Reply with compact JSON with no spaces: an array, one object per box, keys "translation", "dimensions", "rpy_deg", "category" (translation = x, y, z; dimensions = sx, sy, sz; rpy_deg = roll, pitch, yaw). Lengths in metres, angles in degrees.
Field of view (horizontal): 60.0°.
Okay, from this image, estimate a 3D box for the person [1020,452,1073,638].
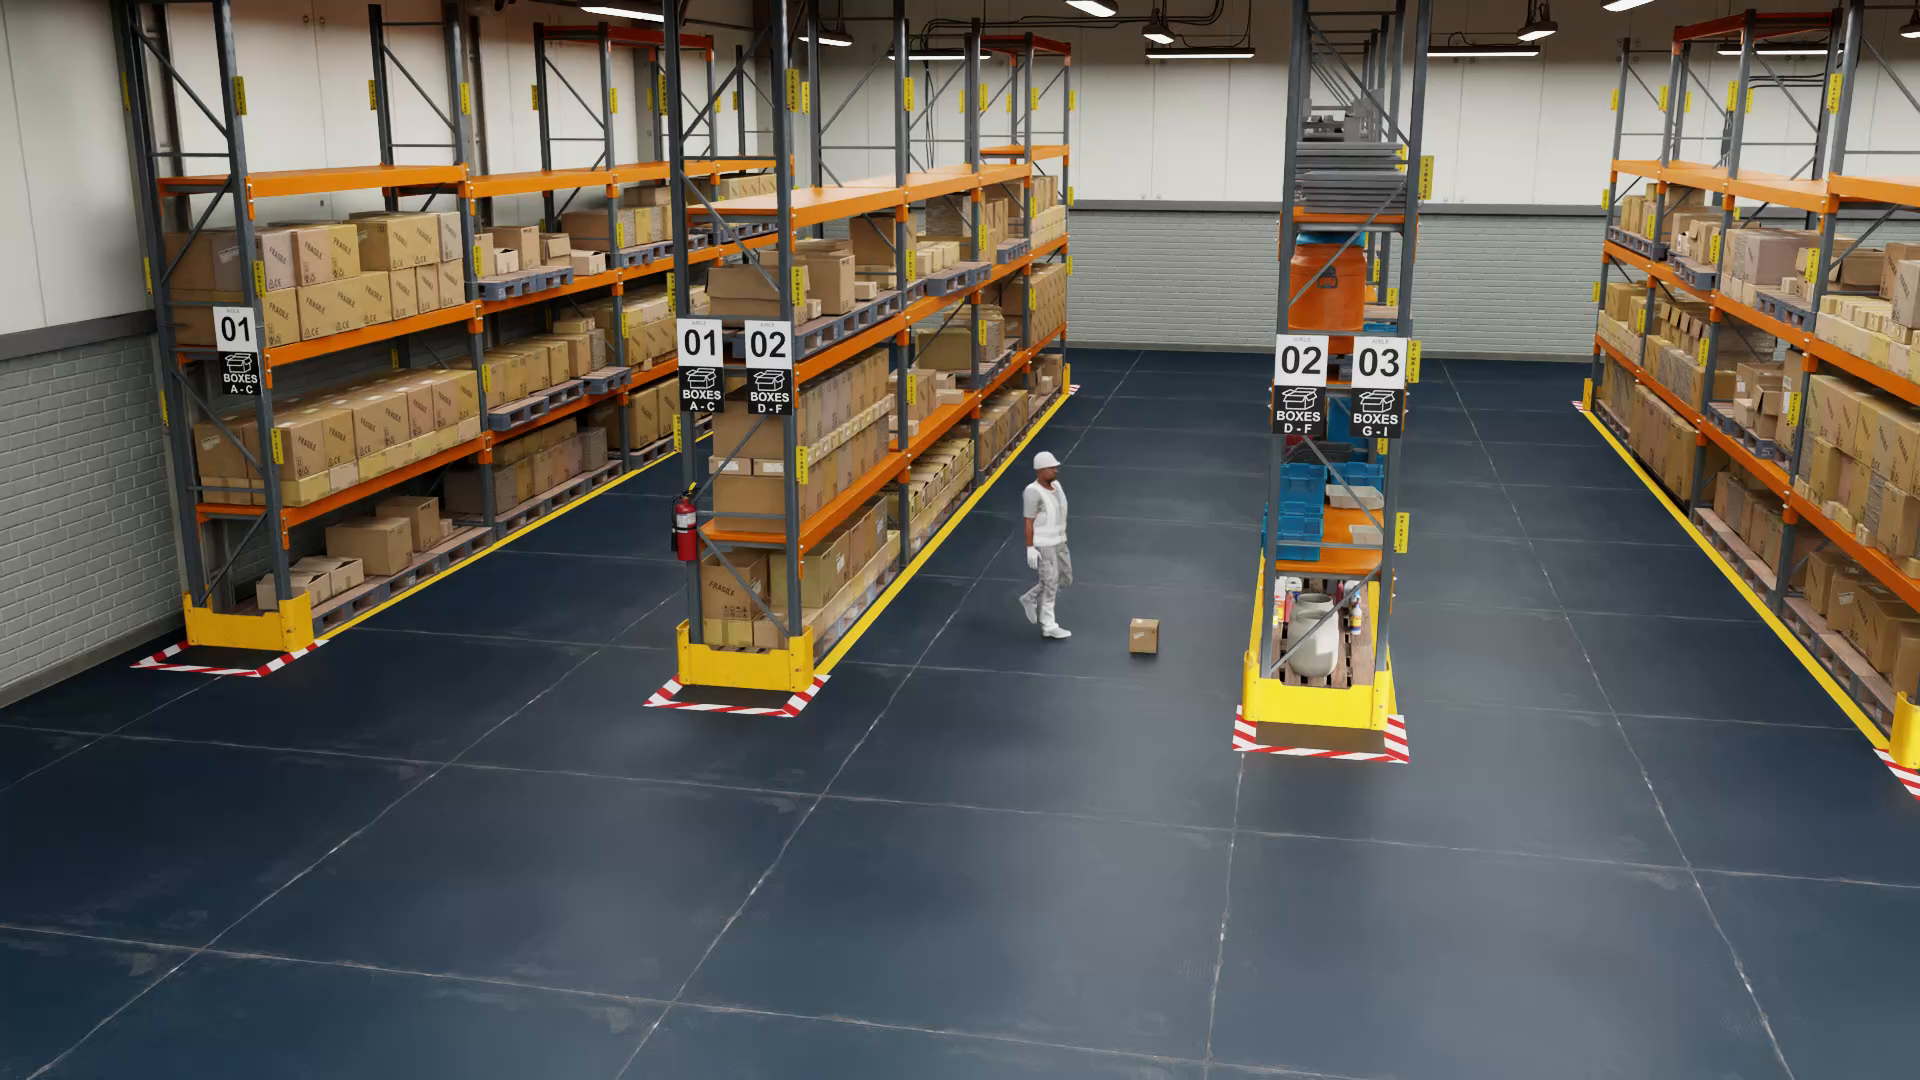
[{"translation":[0.811,0.035,15.774],"dimensions":[0.629,1.778,0.594],"rpy_deg":[9,17,31],"category":"person"}]
